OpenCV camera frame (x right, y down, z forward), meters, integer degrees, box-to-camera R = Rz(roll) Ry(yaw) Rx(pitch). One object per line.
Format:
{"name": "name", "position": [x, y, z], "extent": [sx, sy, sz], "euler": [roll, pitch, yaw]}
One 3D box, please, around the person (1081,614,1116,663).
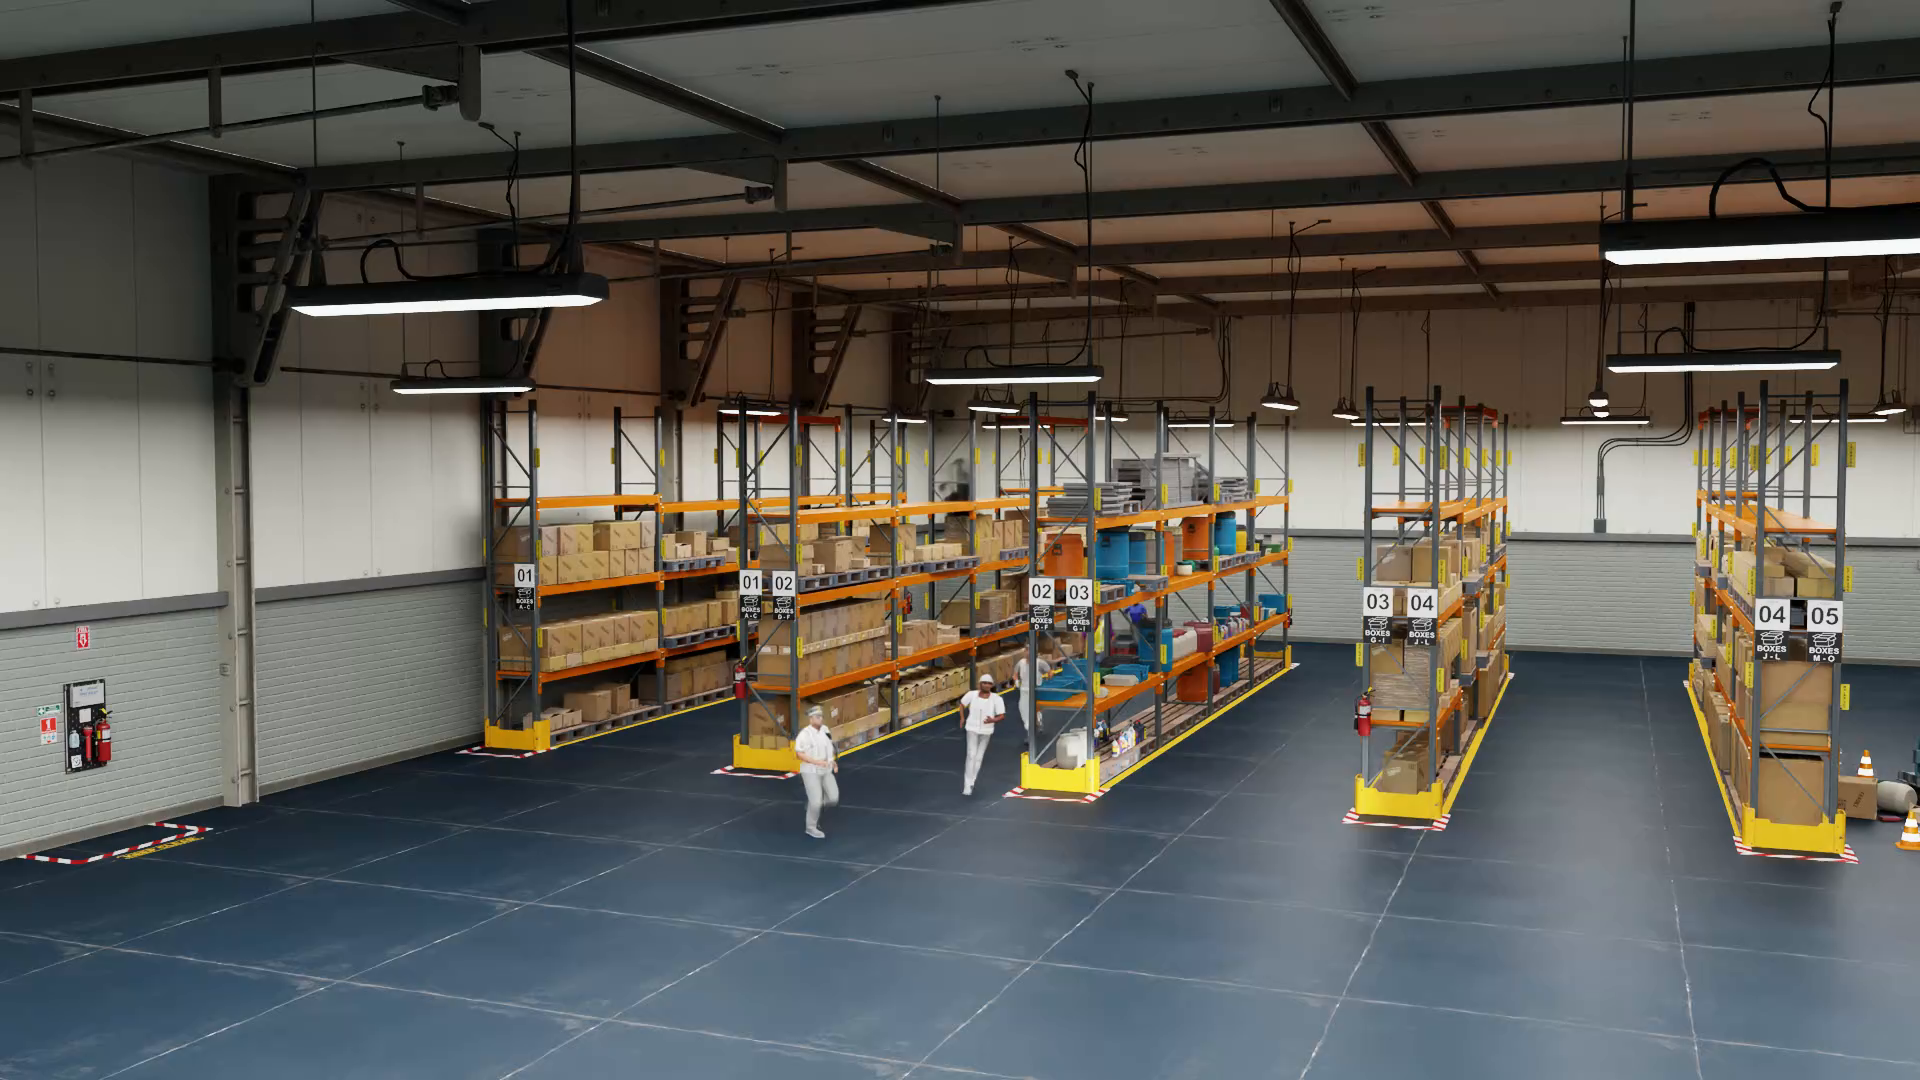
{"name": "person", "position": [2.702, 2.230, 32.791], "extent": [0.705, 1.759, 0.696], "euler": [1, 3, 25]}

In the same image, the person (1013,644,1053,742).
{"name": "person", "position": [1.245, 2.686, 29.273], "extent": [0.701, 1.744, 0.609], "euler": [1, 3, 20]}

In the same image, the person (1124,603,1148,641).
{"name": "person", "position": [4.320, 2.178, 40.802], "extent": [0.579, 1.715, 0.742], "euler": [0, 3, -6]}

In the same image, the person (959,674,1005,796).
{"name": "person", "position": [0.331, 2.905, 24.979], "extent": [0.677, 1.802, 0.716], "euler": [0, 3, -5]}

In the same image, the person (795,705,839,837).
{"name": "person", "position": [-1.849, 3.051, 21.975], "extent": [0.553, 1.743, 0.660], "euler": [3, 4, 44]}
